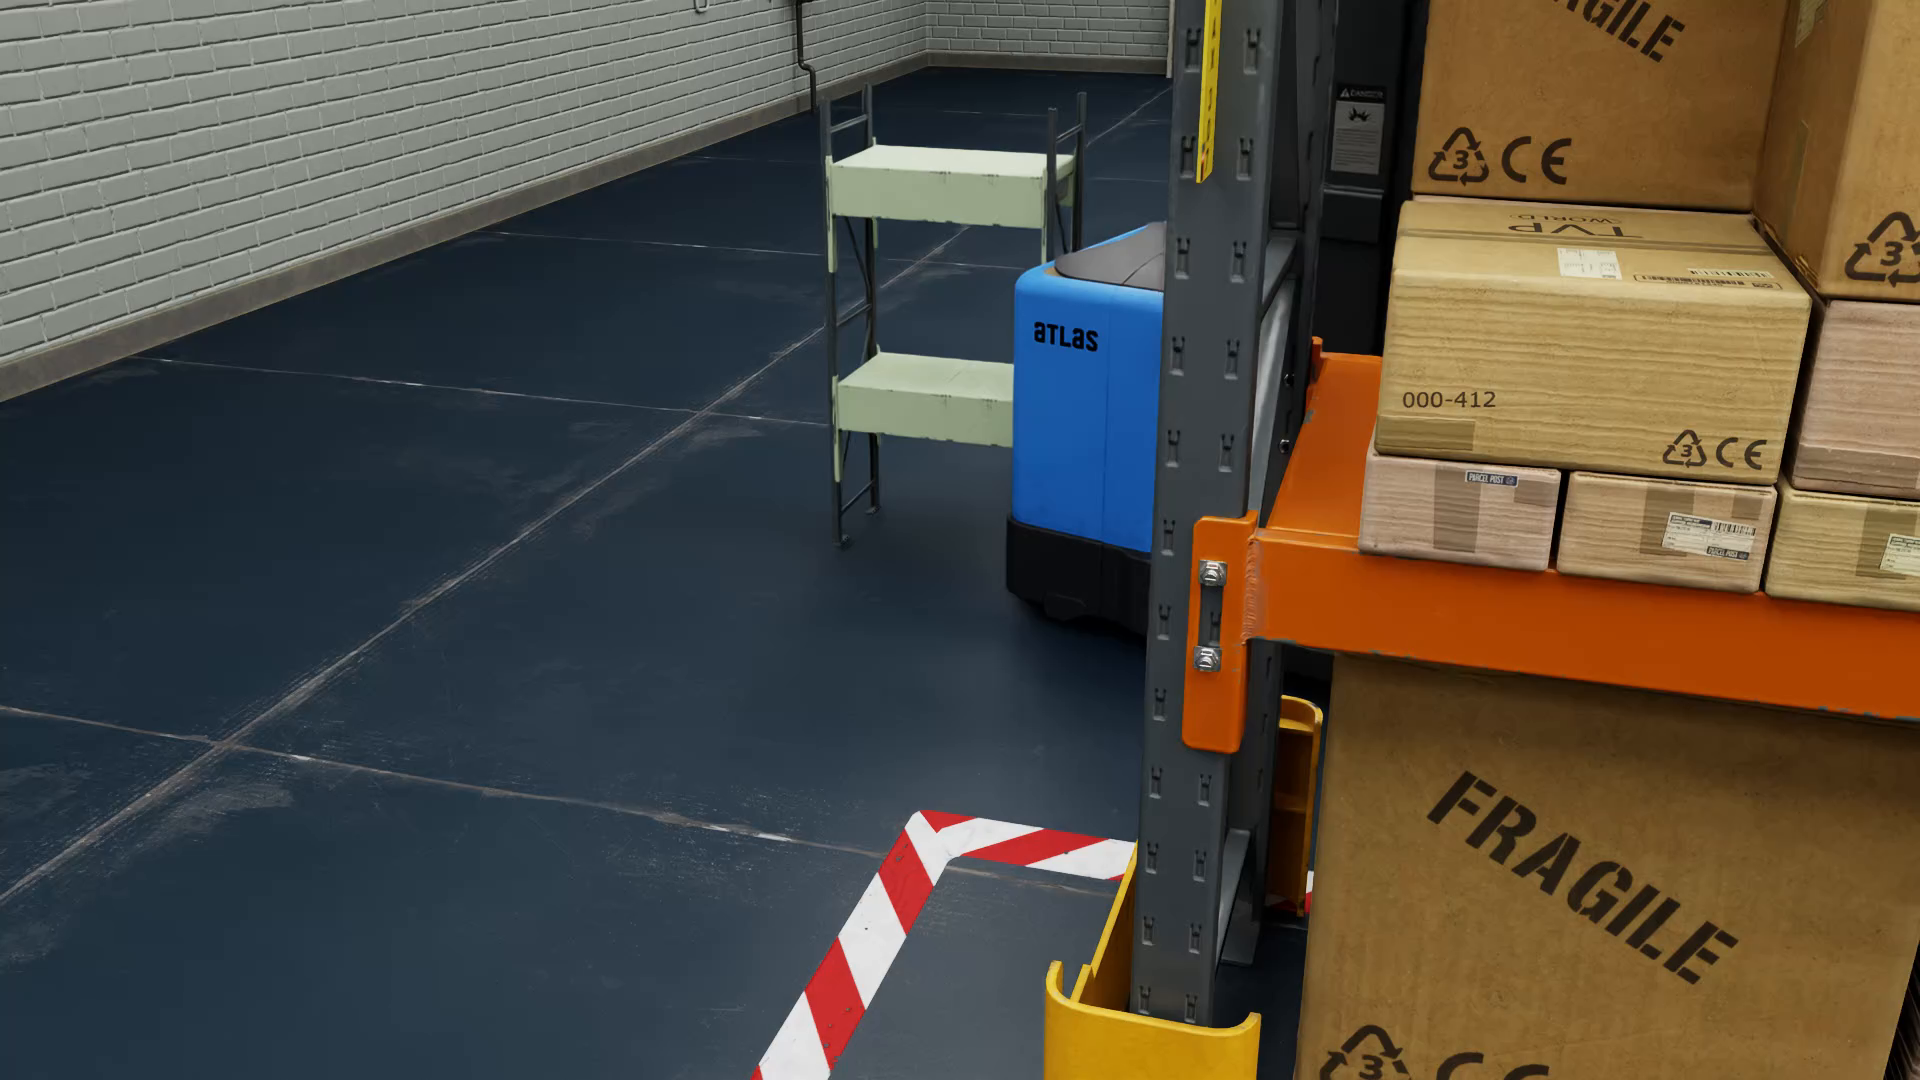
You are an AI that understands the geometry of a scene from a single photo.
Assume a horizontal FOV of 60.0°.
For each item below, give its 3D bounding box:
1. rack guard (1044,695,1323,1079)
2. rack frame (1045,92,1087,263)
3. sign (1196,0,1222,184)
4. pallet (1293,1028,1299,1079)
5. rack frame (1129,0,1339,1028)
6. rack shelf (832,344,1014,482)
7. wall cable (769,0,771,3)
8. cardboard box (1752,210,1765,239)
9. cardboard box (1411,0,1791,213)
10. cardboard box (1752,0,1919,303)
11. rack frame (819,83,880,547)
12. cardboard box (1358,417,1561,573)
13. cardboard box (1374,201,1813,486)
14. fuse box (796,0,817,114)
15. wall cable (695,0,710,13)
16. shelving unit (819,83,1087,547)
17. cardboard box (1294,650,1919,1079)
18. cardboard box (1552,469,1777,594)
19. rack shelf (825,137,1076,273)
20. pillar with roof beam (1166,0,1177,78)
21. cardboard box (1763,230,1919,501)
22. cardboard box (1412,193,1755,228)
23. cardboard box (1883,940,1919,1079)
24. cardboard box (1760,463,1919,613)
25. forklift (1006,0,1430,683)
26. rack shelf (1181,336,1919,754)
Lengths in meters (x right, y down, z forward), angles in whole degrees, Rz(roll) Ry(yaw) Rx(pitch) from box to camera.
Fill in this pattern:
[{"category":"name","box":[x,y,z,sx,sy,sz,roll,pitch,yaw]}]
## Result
[{"category":"rack guard","box":[0.457,0.774,3.224,0.348,0.500,1.175,7,23,16]},{"category":"rack frame","box":[0.332,-0.659,5.399,0.023,1.500,0.400,7,23,17]},{"category":"sign","box":[0.314,-0.616,2.074,0.005,0.325,0.100,7,23,16]},{"category":"pallet","box":[1.268,0.970,3.128,1.213,0.211,1.003,7,23,16]},{"category":"rack frame","box":[0.480,-0.380,2.743,0.127,3.000,1.000,7,23,16]},{"category":"rack shelf","box":[-0.016,-0.400,5.627,0.720,0.370,0.431,7,23,17]},{"category":"wall cable","box":[-1.664,-5.576,14.073,0.122,1.984,0.588,7,23,16]},{"category":"cardboard box","box":[1.506,-0.435,2.684,0.500,0.250,0.500,6,23,15]},{"category":"cardboard box","box":[1.022,-0.837,2.675,0.500,0.500,0.500,7,23,16]},{"category":"cardboard box","box":[1.340,-0.589,2.071,0.500,0.500,0.500,6,23,14]},{"category":"rack frame","box":[-0.364,-0.744,5.608,0.023,1.500,0.400,7,23,17]},{"category":"cardboard box","box":[0.724,-0.105,2.403,0.250,0.149,0.380,7,23,16]},{"category":"cardboard box","box":[0.861,-0.297,2.347,0.500,0.250,0.500,6,23,14]},{"category":"fuse box","box":[-1.316,-4.741,15.073,0.414,1.711,0.539,7,23,16]},{"category":"wall cable","box":[-2.063,-5.074,12.808,0.123,1.953,0.585,7,23,16]},{"category":"shelving unit","box":[-0.016,-0.701,5.504,0.755,1.500,0.431,7,23,17]},{"category":"cardboard box","box":[1.116,0.450,2.966,0.875,0.875,0.875,7,23,16]},{"category":"cardboard box","box":[0.970,-0.077,2.336,0.250,0.149,0.380,6,23,15]},{"category":"rack shelf","box":[-0.016,-1.062,5.355,0.720,0.370,0.431,7,23,17]},{"category":"pillar with roof beam","box":[1.208,-7.618,12.485,0.400,9.000,9.100,7,23,16]},{"category":"cardboard box","box":[1.361,-0.242,2.214,0.500,0.250,0.500,6,23,15]},{"category":"cardboard box","box":[1.020,-0.491,2.820,0.500,0.250,0.500,6,23,15]},{"category":"cardboard box","box":[1.987,0.550,2.723,0.875,0.875,0.875,7,23,16]},{"category":"cardboard box","box":[1.216,-0.049,2.268,0.250,0.149,0.380,6,23,14]},{"category":"forklift","box":[1.660,-0.988,4.316,3.031,2.935,1.130,14,26,30]},{"category":"rack shelf","box":[2.395,0.173,2.345,4.000,0.370,1.077,7,23,16]}]
